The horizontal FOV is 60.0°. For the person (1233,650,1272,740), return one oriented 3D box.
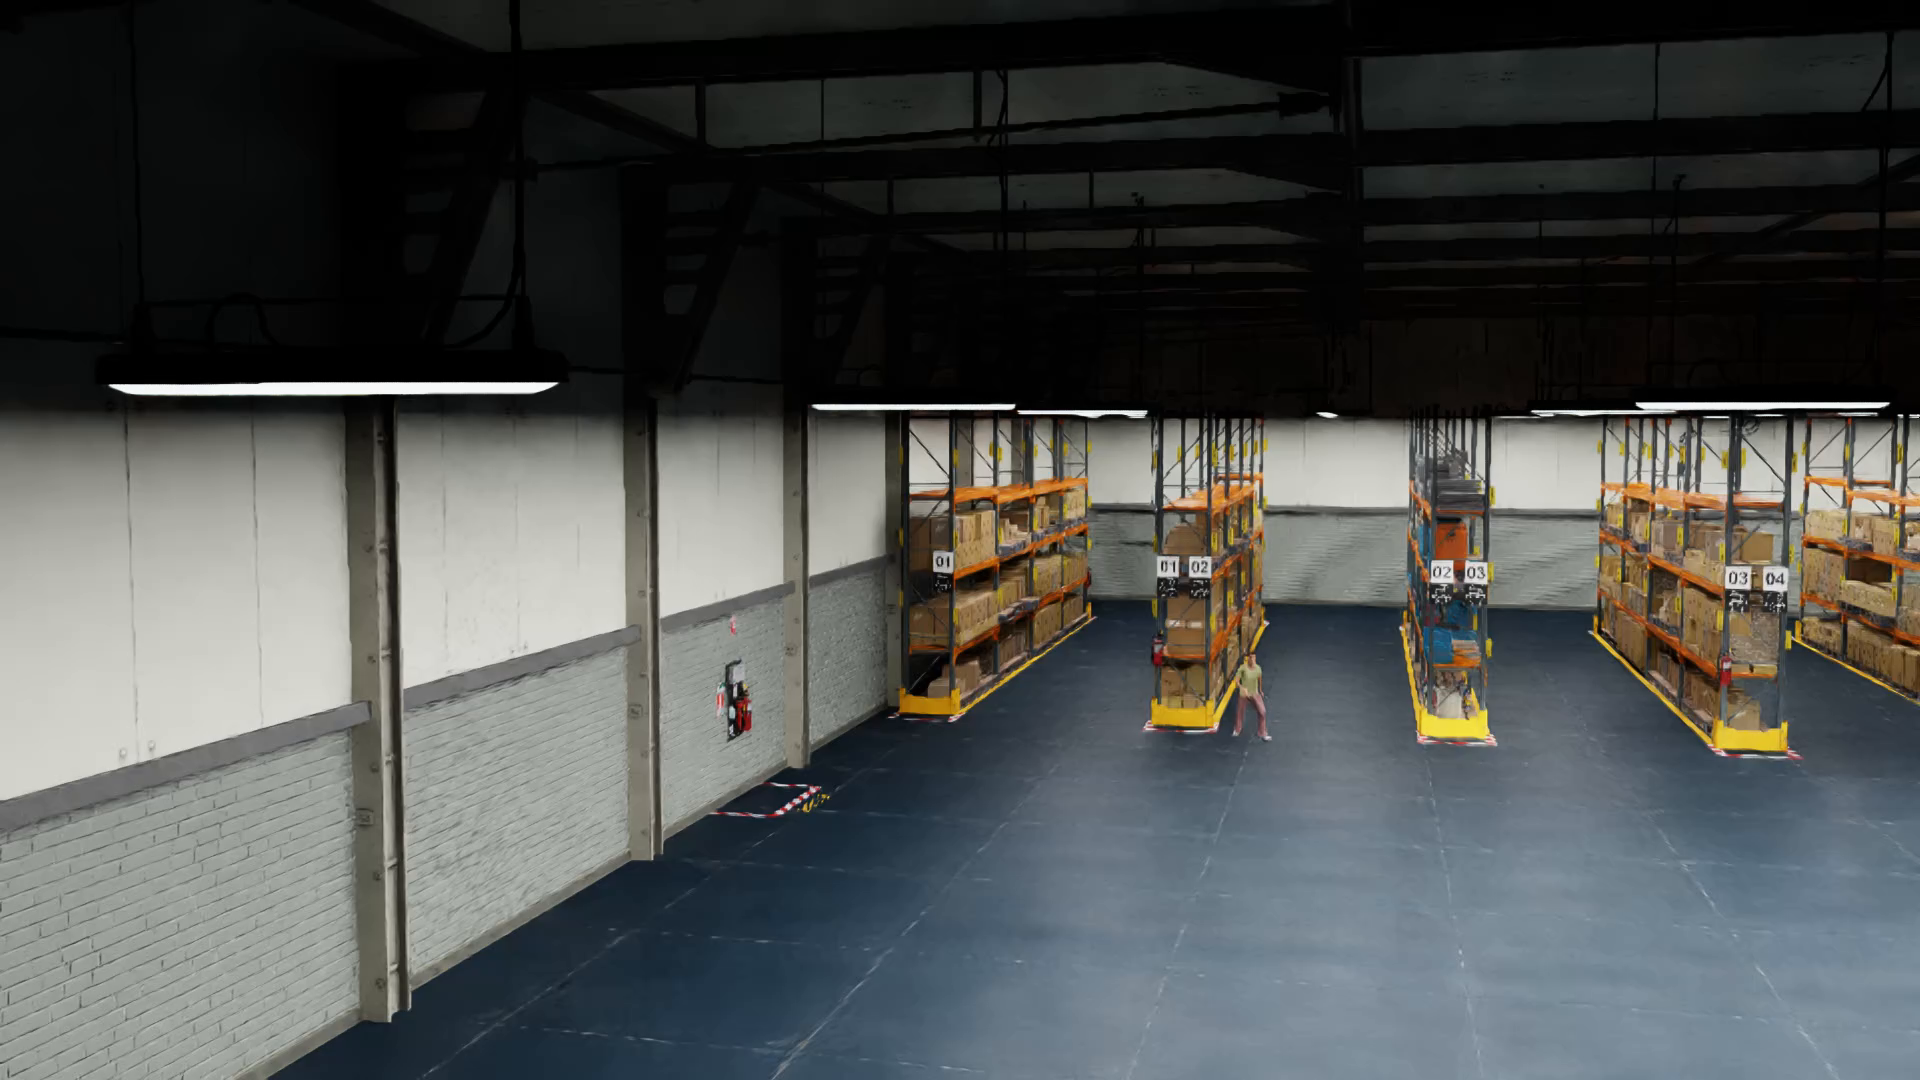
[{"bbox_3d":[5.213,2.766,29.889,0.615,1.603,0.811,0,4,-5],"label":"person"}]
